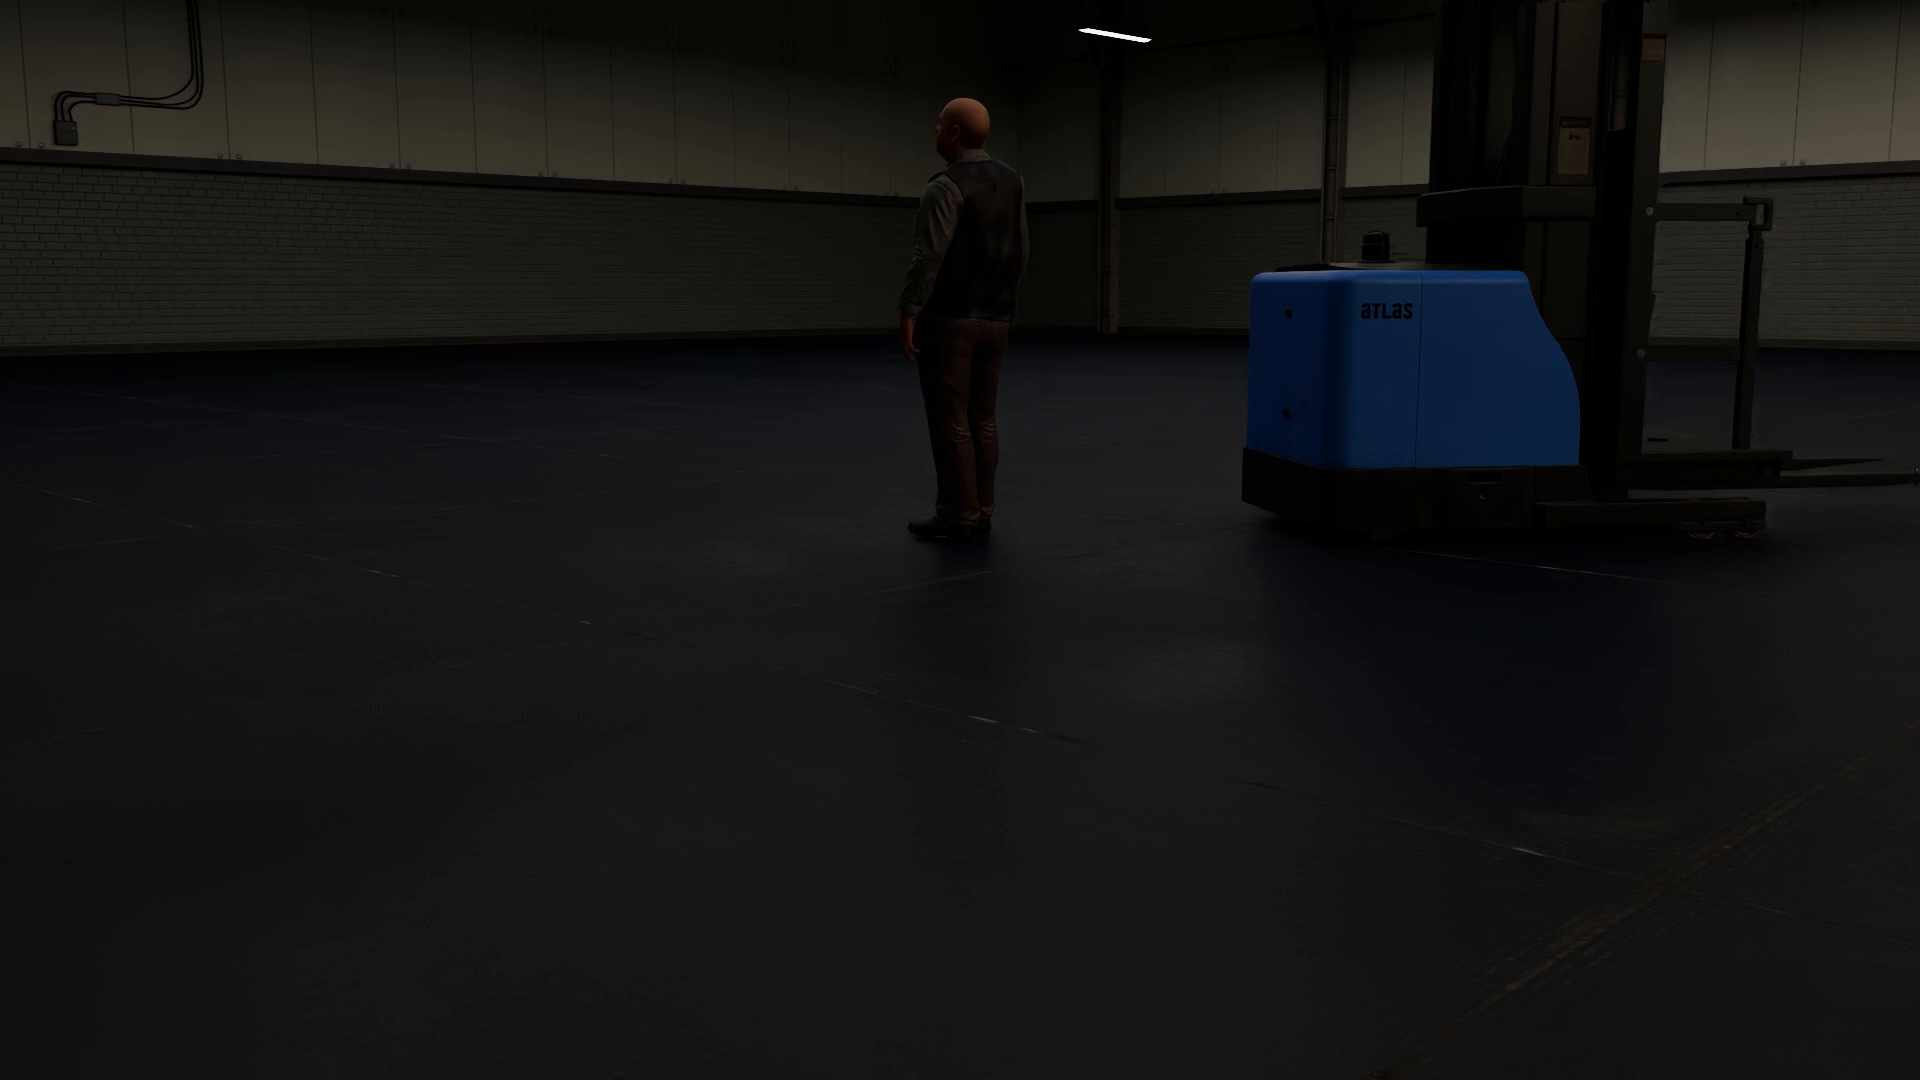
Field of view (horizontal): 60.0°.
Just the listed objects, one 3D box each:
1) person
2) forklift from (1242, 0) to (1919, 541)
[{"bbox_3d":[-0.039,-0.866,6.636,0.568,1.720,0.632,8,12,43],"label":"person"},{"bbox_3d":[2.818,-1.526,7.007,3.031,2.935,1.130,-1,9,-10],"label":"forklift"}]
